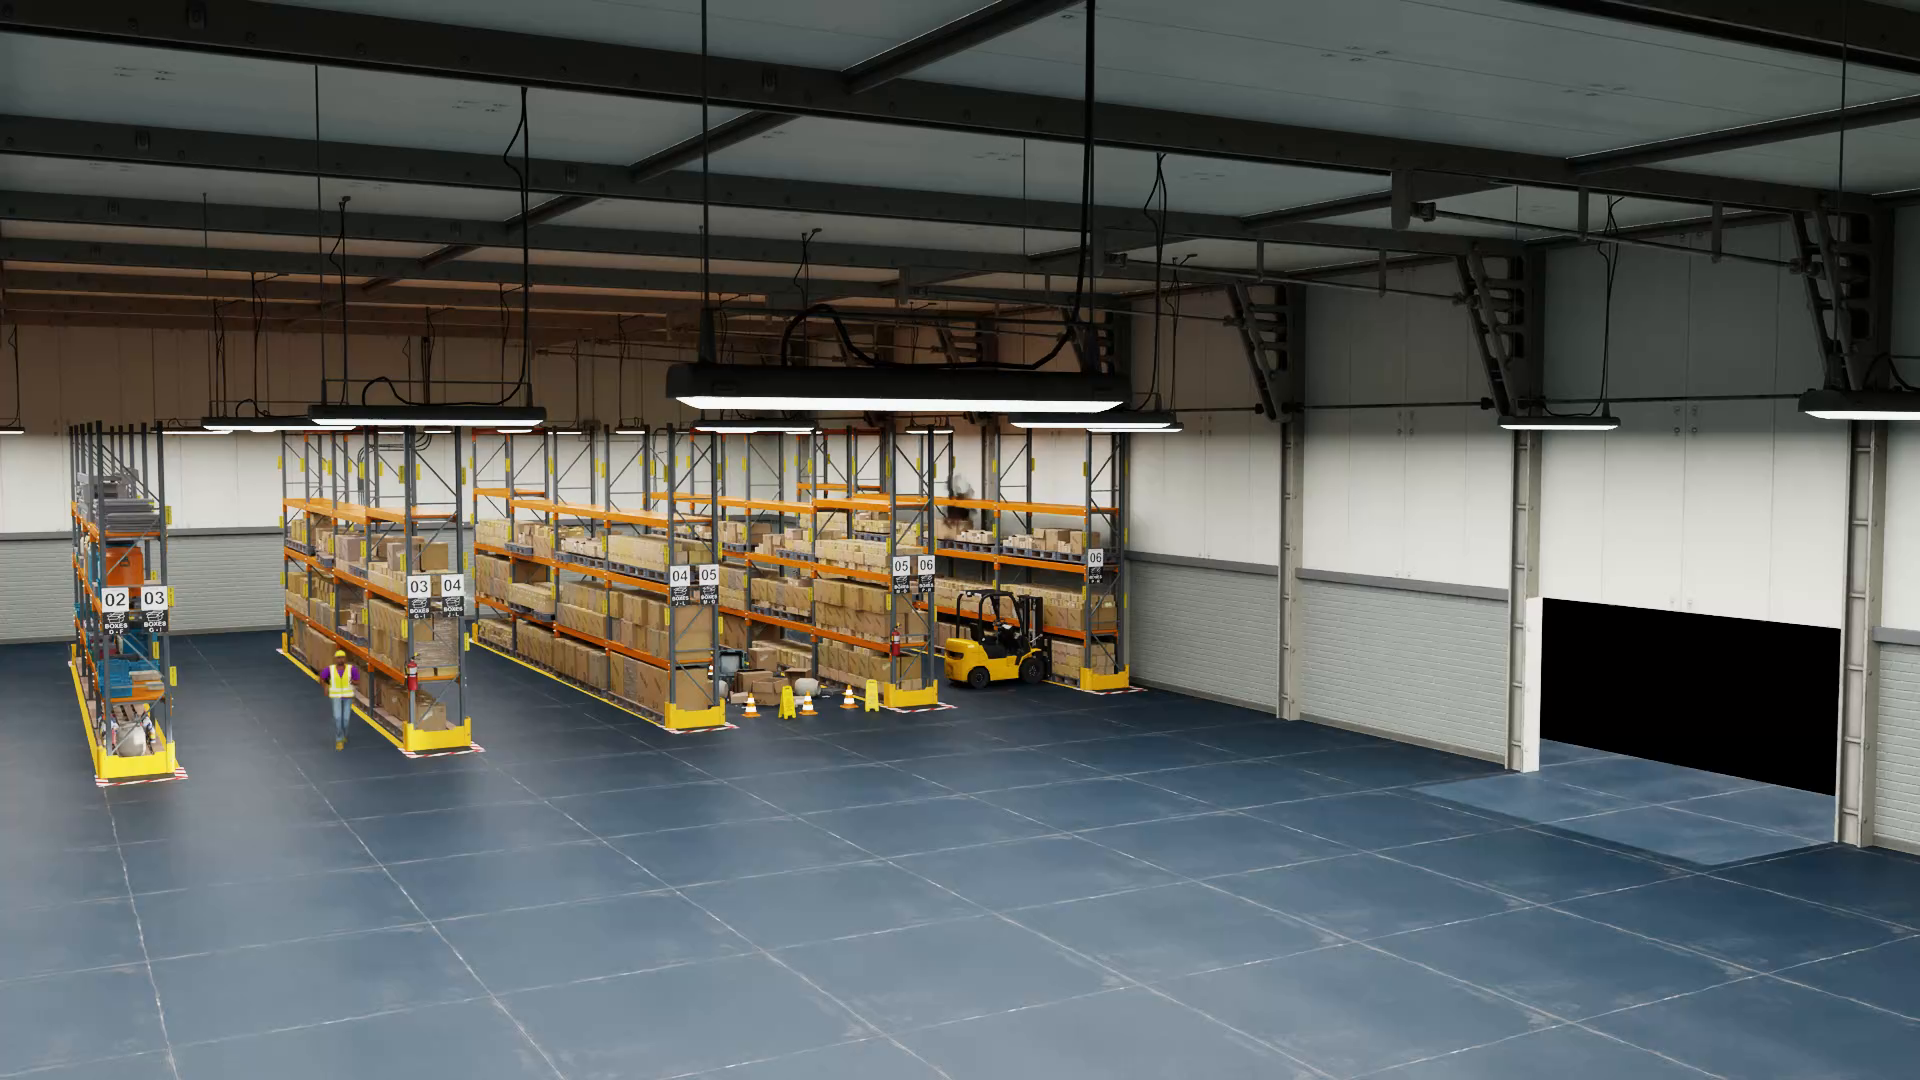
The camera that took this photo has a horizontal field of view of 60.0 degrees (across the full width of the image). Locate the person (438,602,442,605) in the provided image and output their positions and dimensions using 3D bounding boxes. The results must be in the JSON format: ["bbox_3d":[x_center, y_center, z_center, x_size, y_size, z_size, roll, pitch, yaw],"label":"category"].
[{"bbox_3d":[-13.538,2.166,43.950,0.591,1.666,0.608,-2,4,-24],"label":"person"}]

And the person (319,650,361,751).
[{"bbox_3d":[-11.413,2.942,30.682,0.674,1.824,0.732,-2,4,-29],"label":"person"}]
